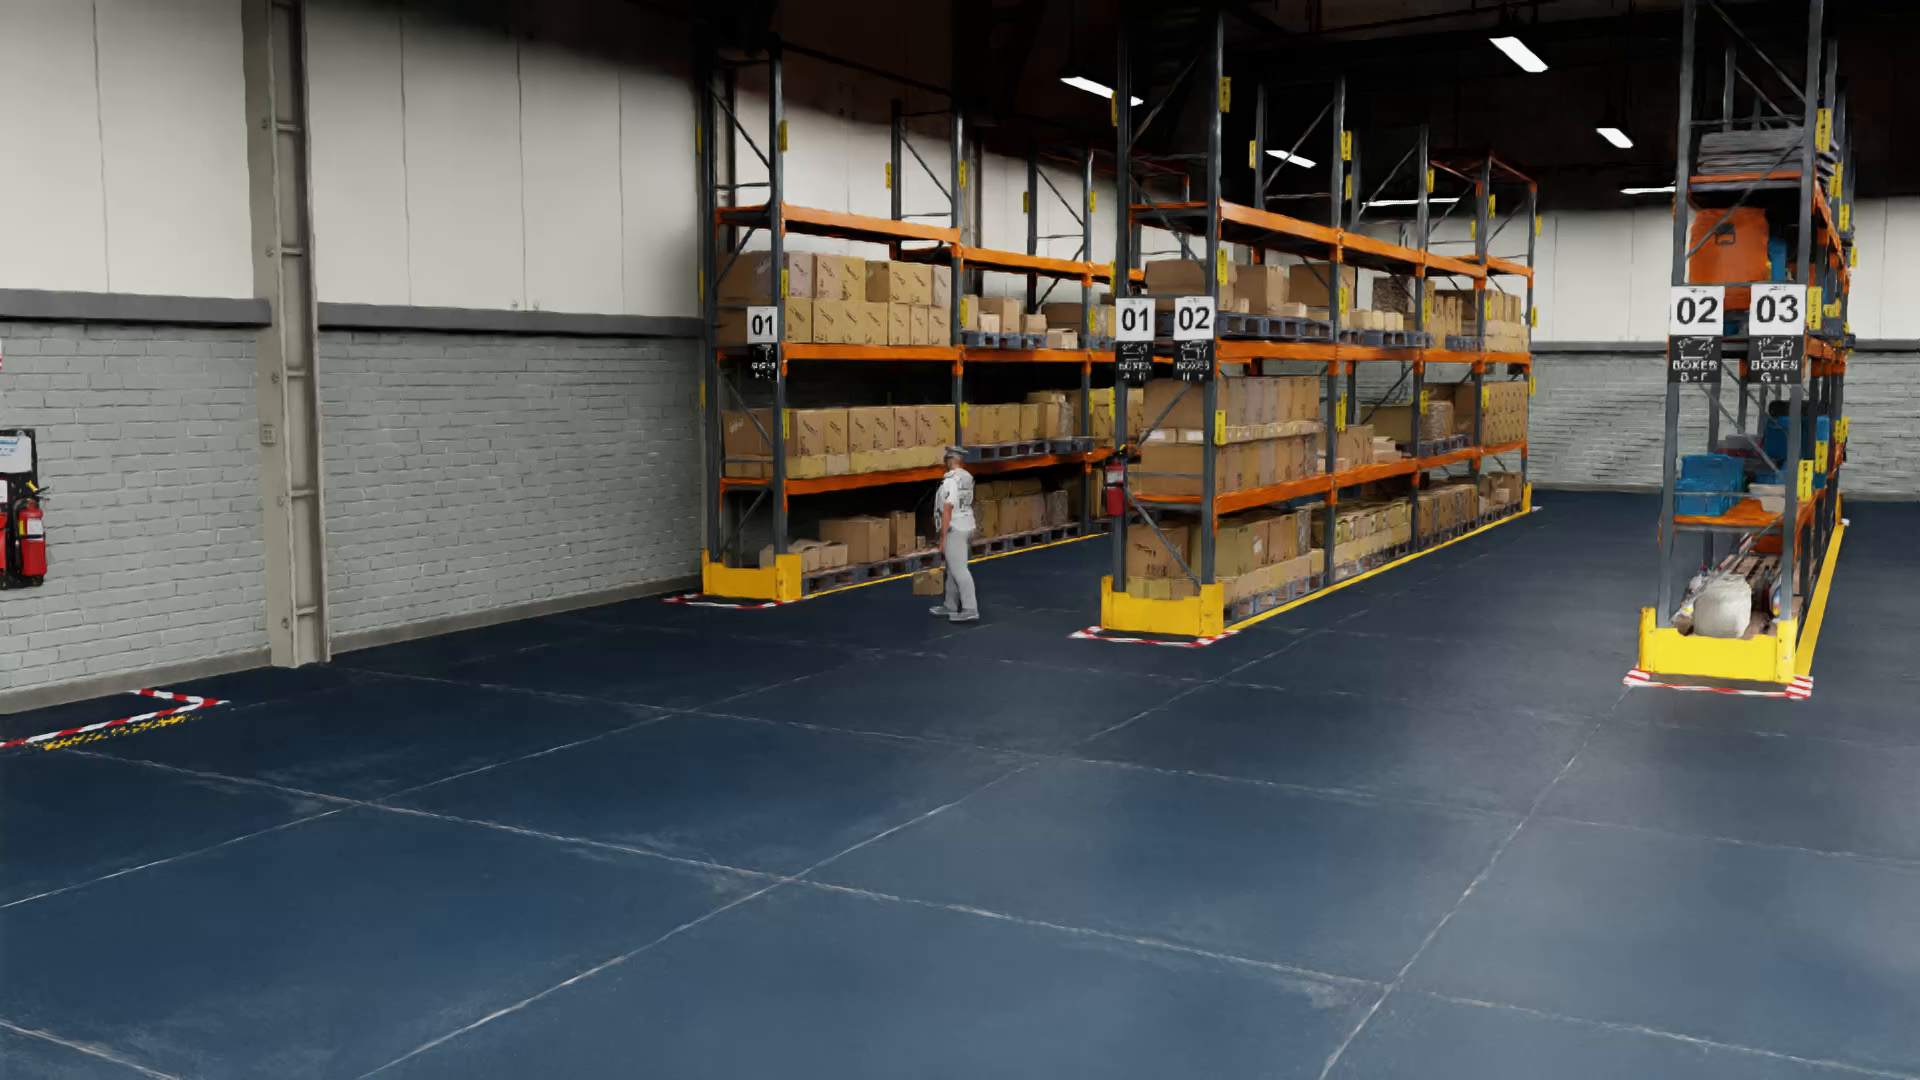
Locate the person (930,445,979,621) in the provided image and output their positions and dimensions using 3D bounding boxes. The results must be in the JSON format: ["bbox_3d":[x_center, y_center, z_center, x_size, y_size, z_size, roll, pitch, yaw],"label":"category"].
[{"bbox_3d":[-0.058,-0.090,16.860,0.639,1.748,0.761,2,6,20],"label":"person"}]
